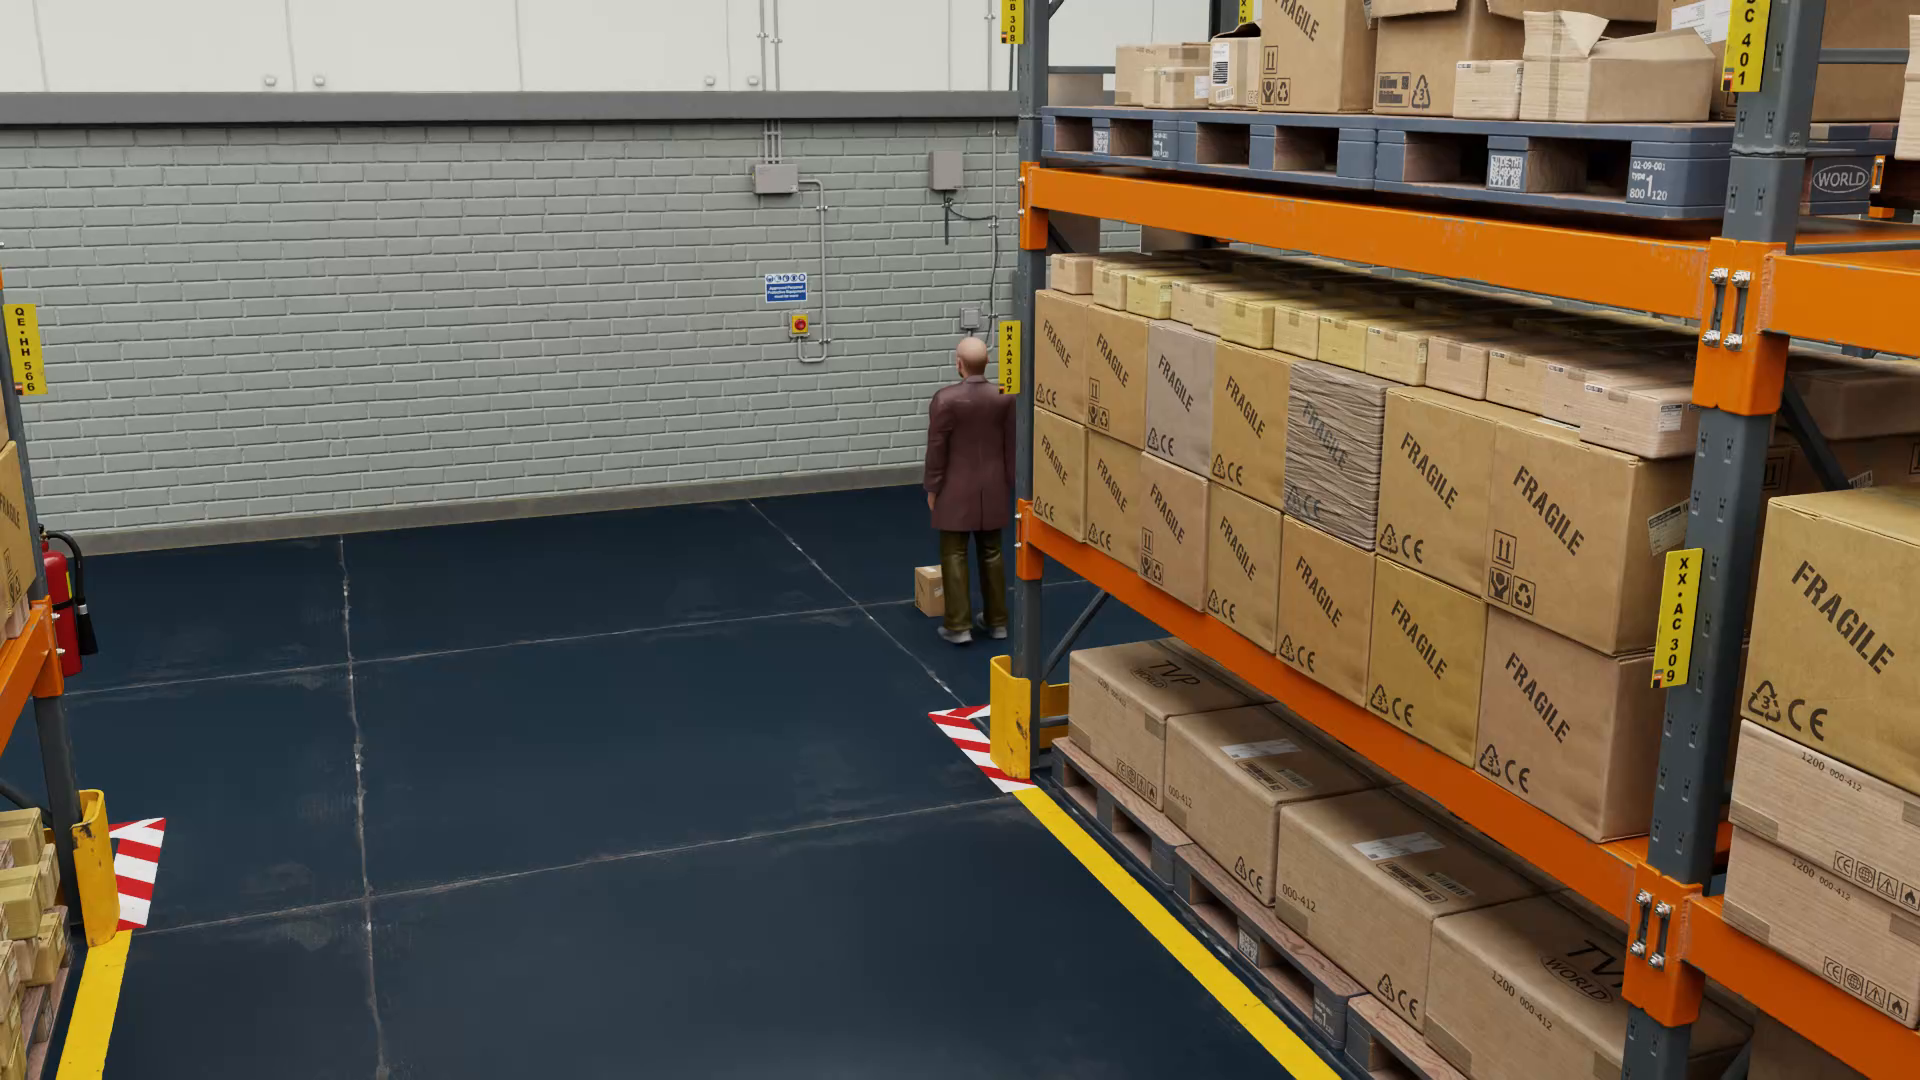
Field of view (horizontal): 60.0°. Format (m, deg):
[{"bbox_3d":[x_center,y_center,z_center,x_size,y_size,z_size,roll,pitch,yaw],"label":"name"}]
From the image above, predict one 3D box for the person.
[{"bbox_3d":[0.056,-0.277,9.628,0.560,1.809,0.413,-5,16,-19],"label":"person"}]
